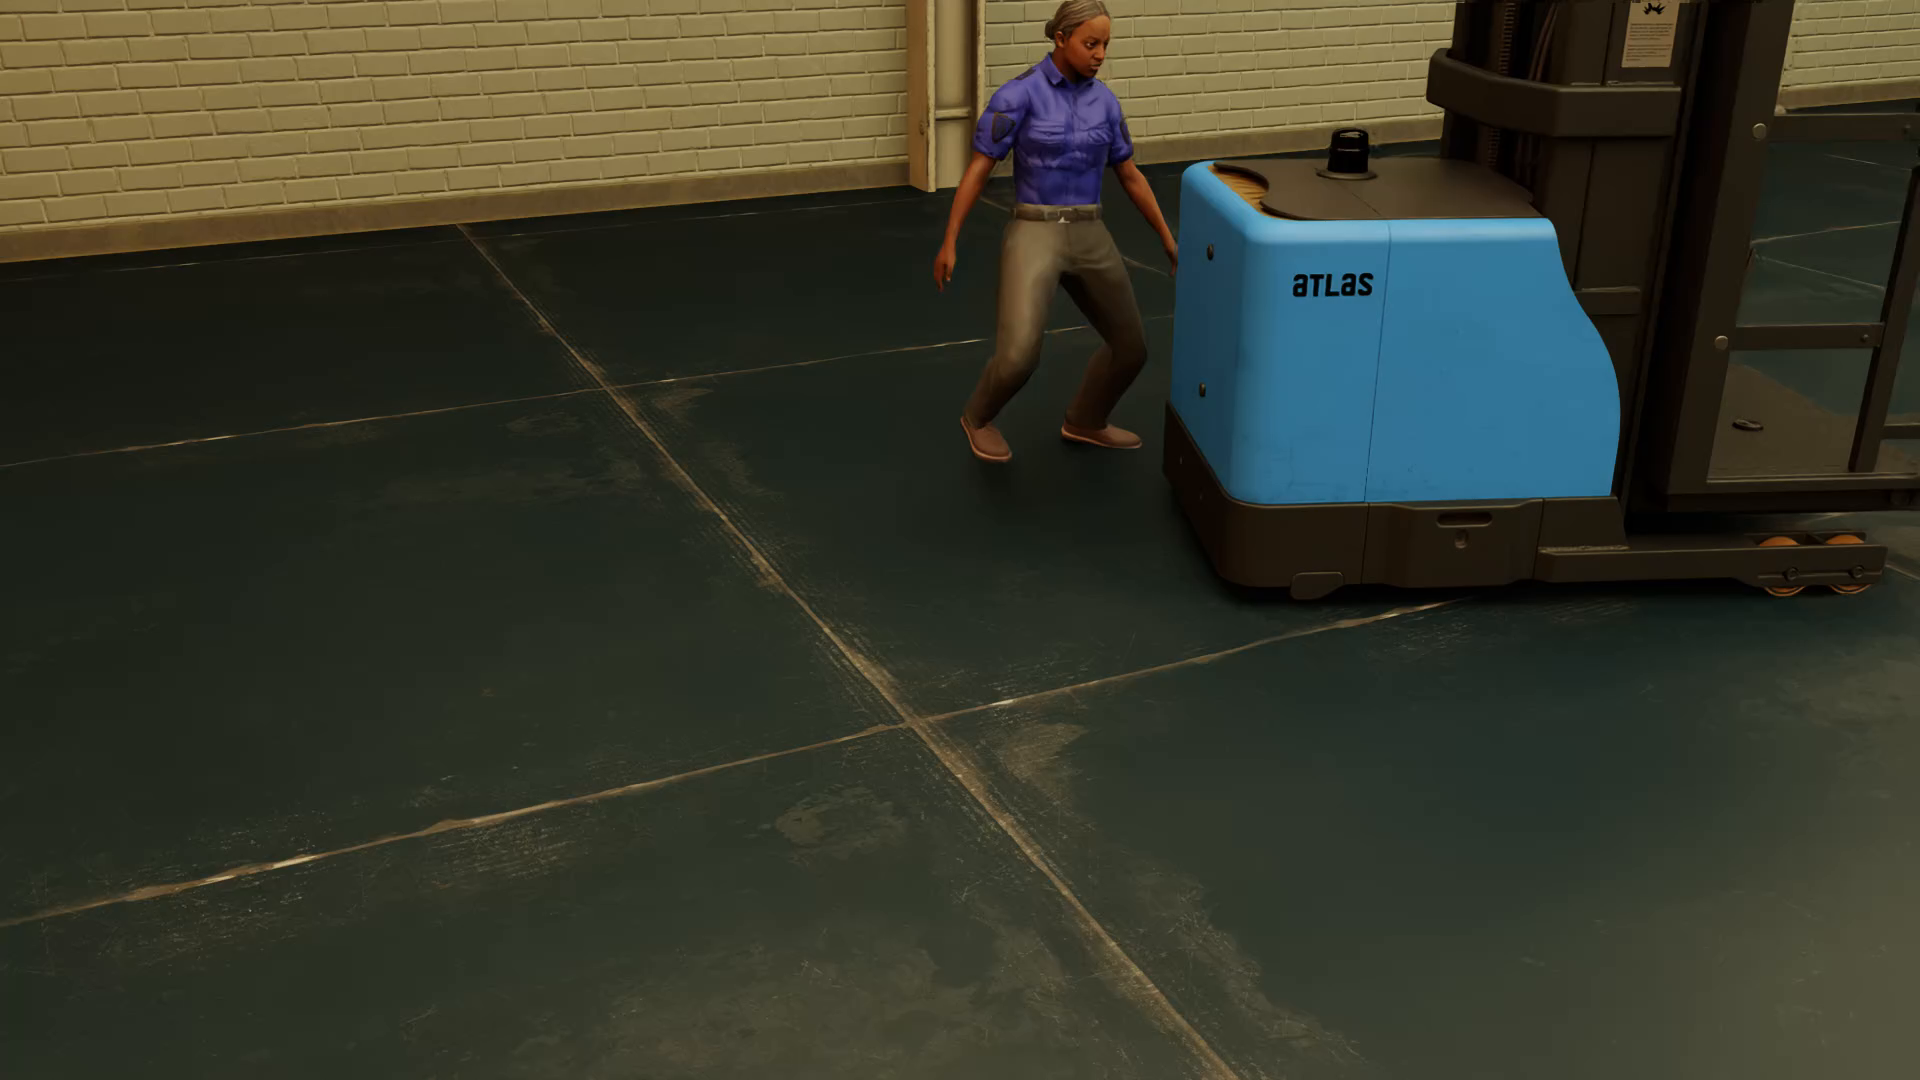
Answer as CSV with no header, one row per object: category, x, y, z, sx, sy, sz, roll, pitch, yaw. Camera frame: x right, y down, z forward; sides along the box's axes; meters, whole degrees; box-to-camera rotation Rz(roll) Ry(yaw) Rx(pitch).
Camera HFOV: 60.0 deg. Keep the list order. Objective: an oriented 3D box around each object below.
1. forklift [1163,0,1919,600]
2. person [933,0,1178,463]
forklift,2.208,-1.395,4.644,3.031,2.935,1.130,-2,23,-4
person,0.320,-0.964,5.427,0.835,1.566,0.540,-9,24,-21
